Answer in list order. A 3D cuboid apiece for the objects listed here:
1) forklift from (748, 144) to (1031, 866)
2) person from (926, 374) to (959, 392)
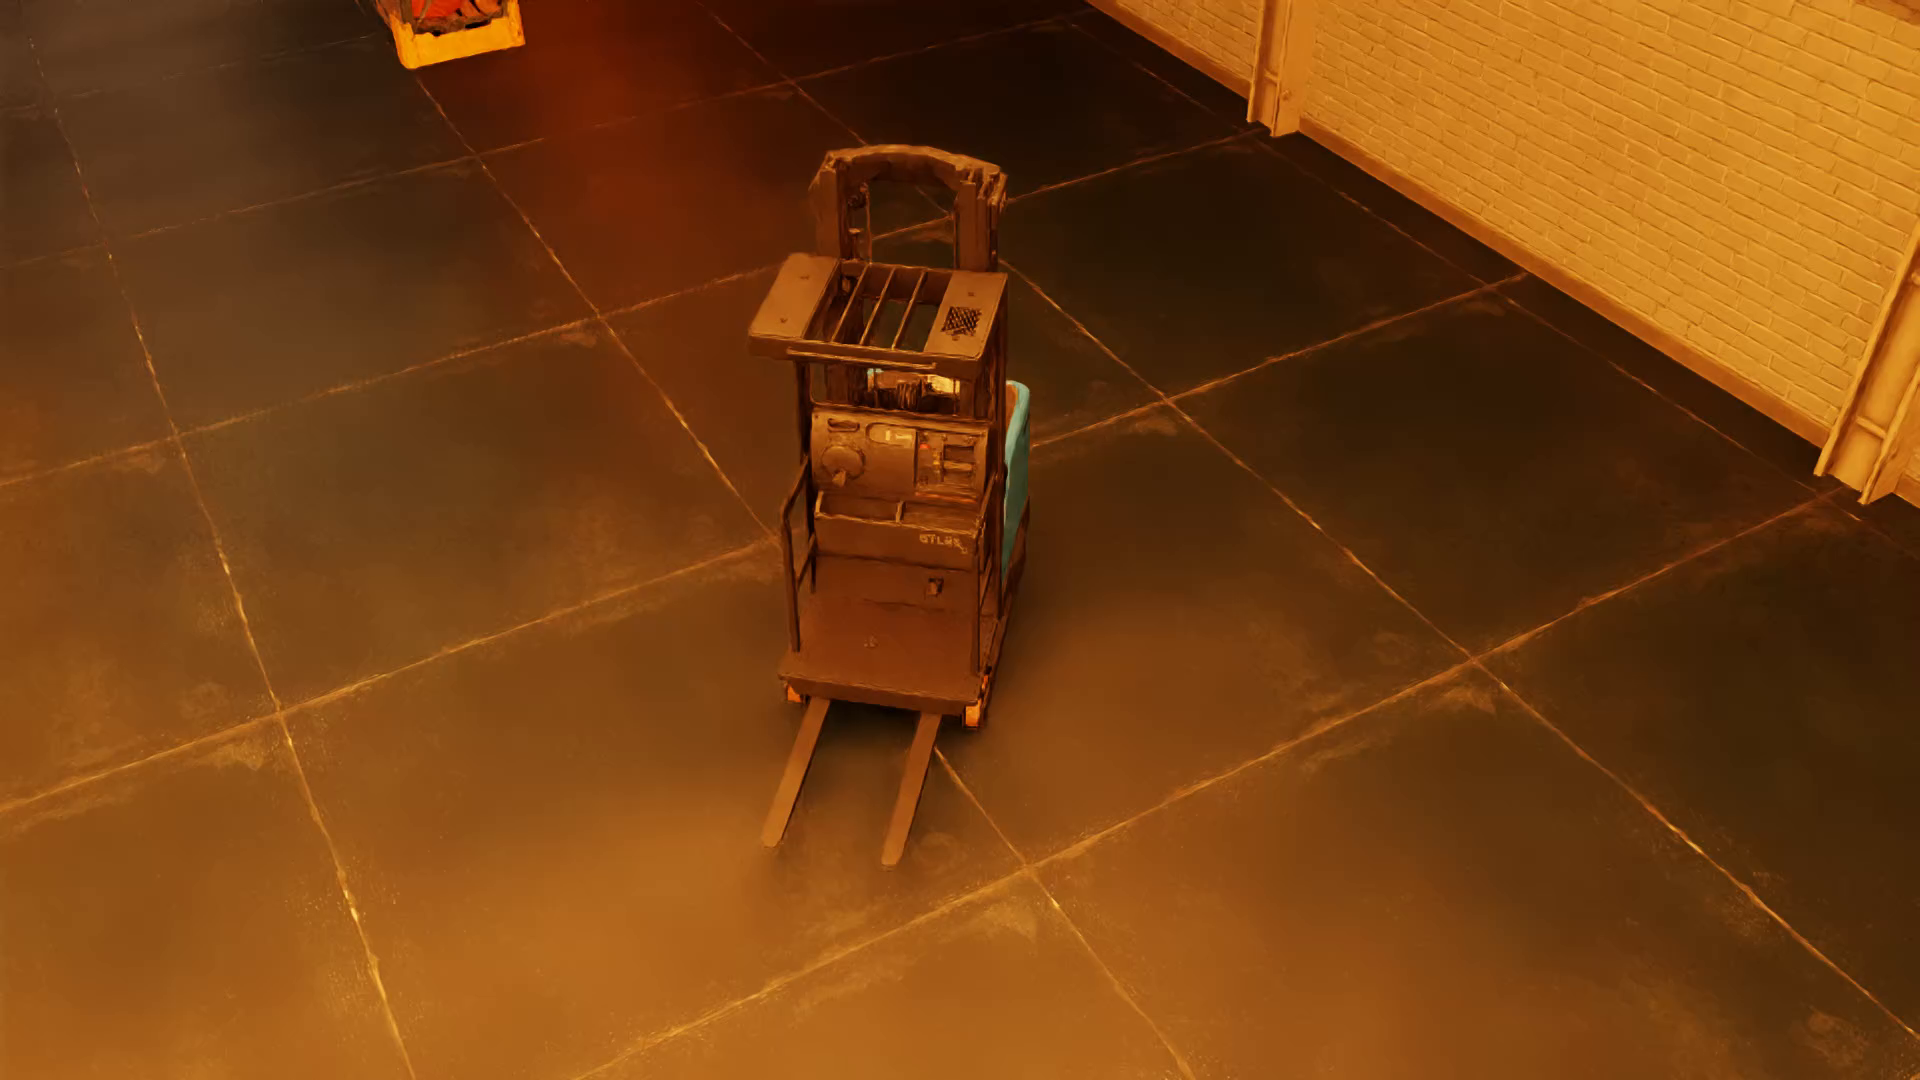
[{"bbox_3d":[-0.356,-0.365,8.476,1.130,2.935,3.031,7,40,8],"label":"forklift"},{"bbox_3d":[-0.007,-0.564,9.708,0.475,1.672,0.563,8,40,9],"label":"person"}]
